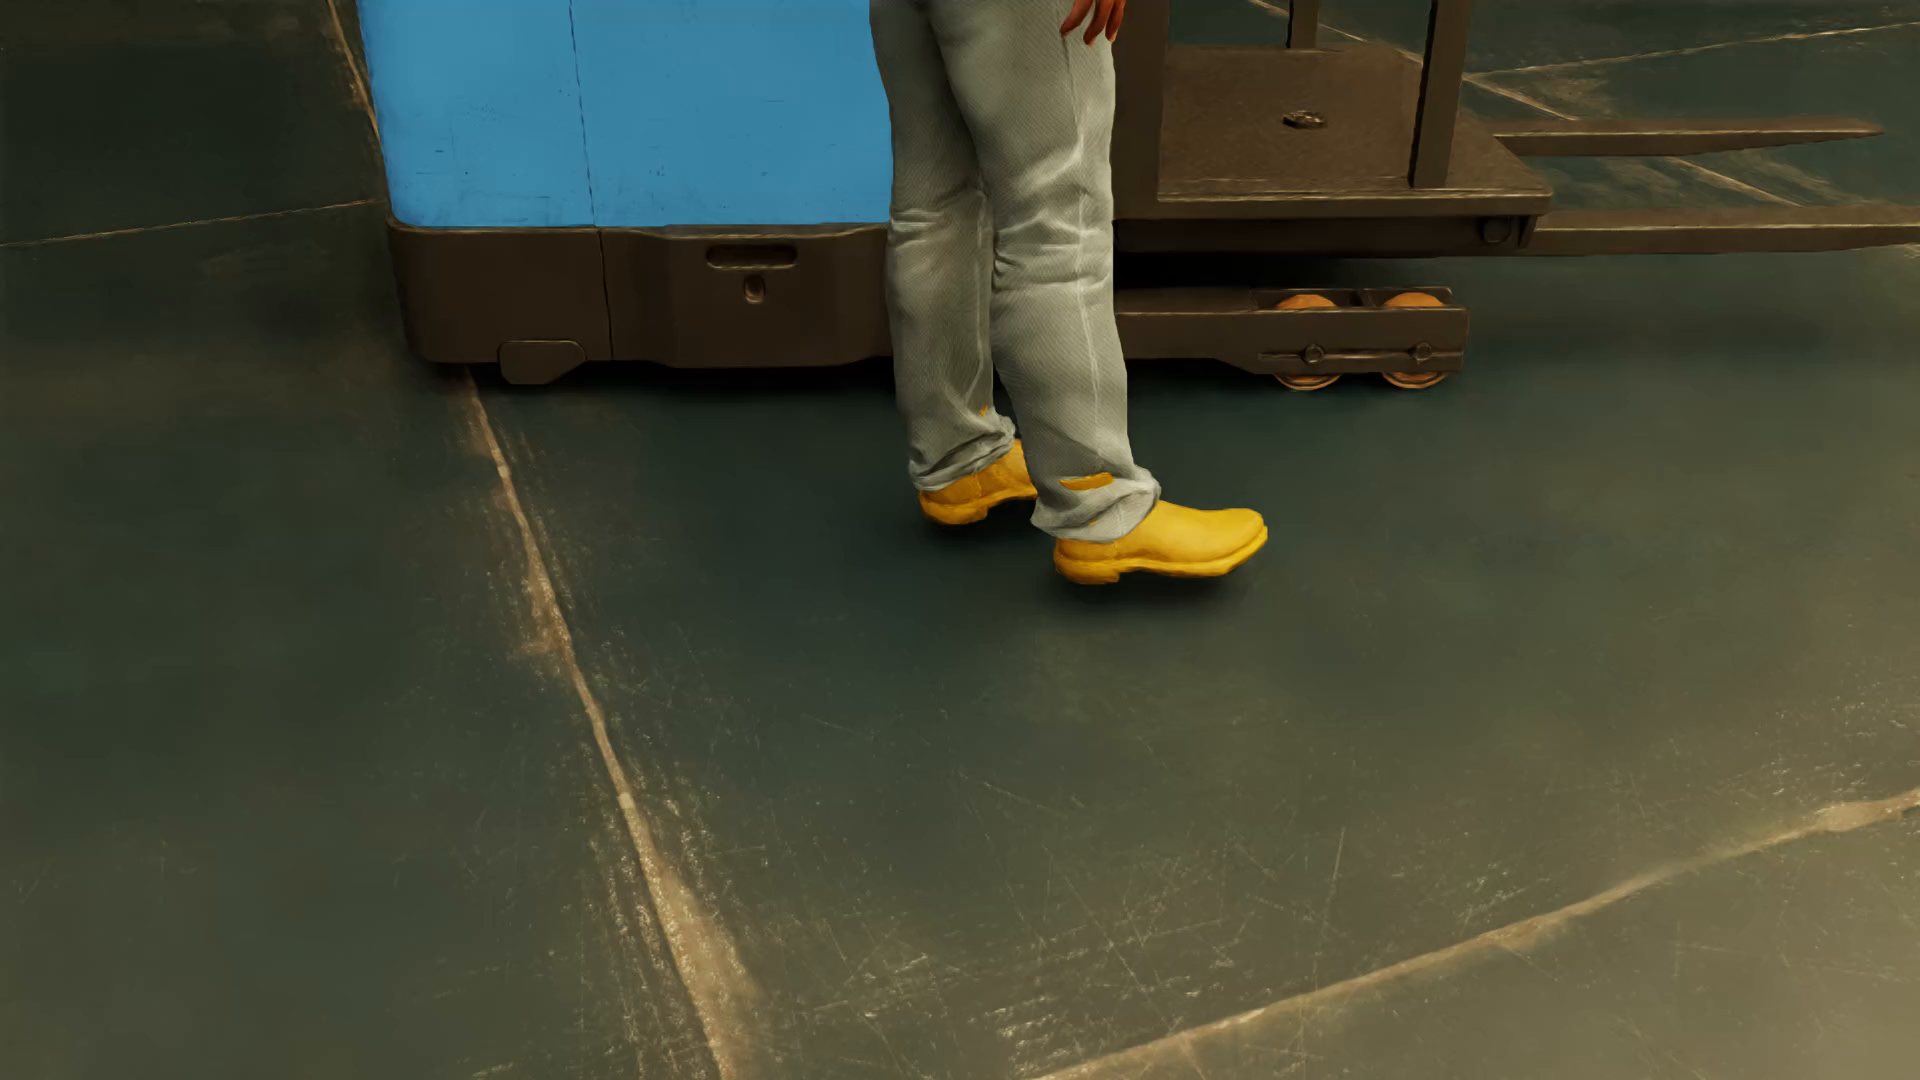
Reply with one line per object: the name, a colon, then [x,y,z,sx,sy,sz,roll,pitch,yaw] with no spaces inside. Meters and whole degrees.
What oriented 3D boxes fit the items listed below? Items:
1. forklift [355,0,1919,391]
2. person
forklift: [0.510,-1.803,2.705,3.031,2.935,1.130,-1,30,-2]
person: [0.066,-0.821,2.057,0.576,1.766,0.665,-11,32,-19]
